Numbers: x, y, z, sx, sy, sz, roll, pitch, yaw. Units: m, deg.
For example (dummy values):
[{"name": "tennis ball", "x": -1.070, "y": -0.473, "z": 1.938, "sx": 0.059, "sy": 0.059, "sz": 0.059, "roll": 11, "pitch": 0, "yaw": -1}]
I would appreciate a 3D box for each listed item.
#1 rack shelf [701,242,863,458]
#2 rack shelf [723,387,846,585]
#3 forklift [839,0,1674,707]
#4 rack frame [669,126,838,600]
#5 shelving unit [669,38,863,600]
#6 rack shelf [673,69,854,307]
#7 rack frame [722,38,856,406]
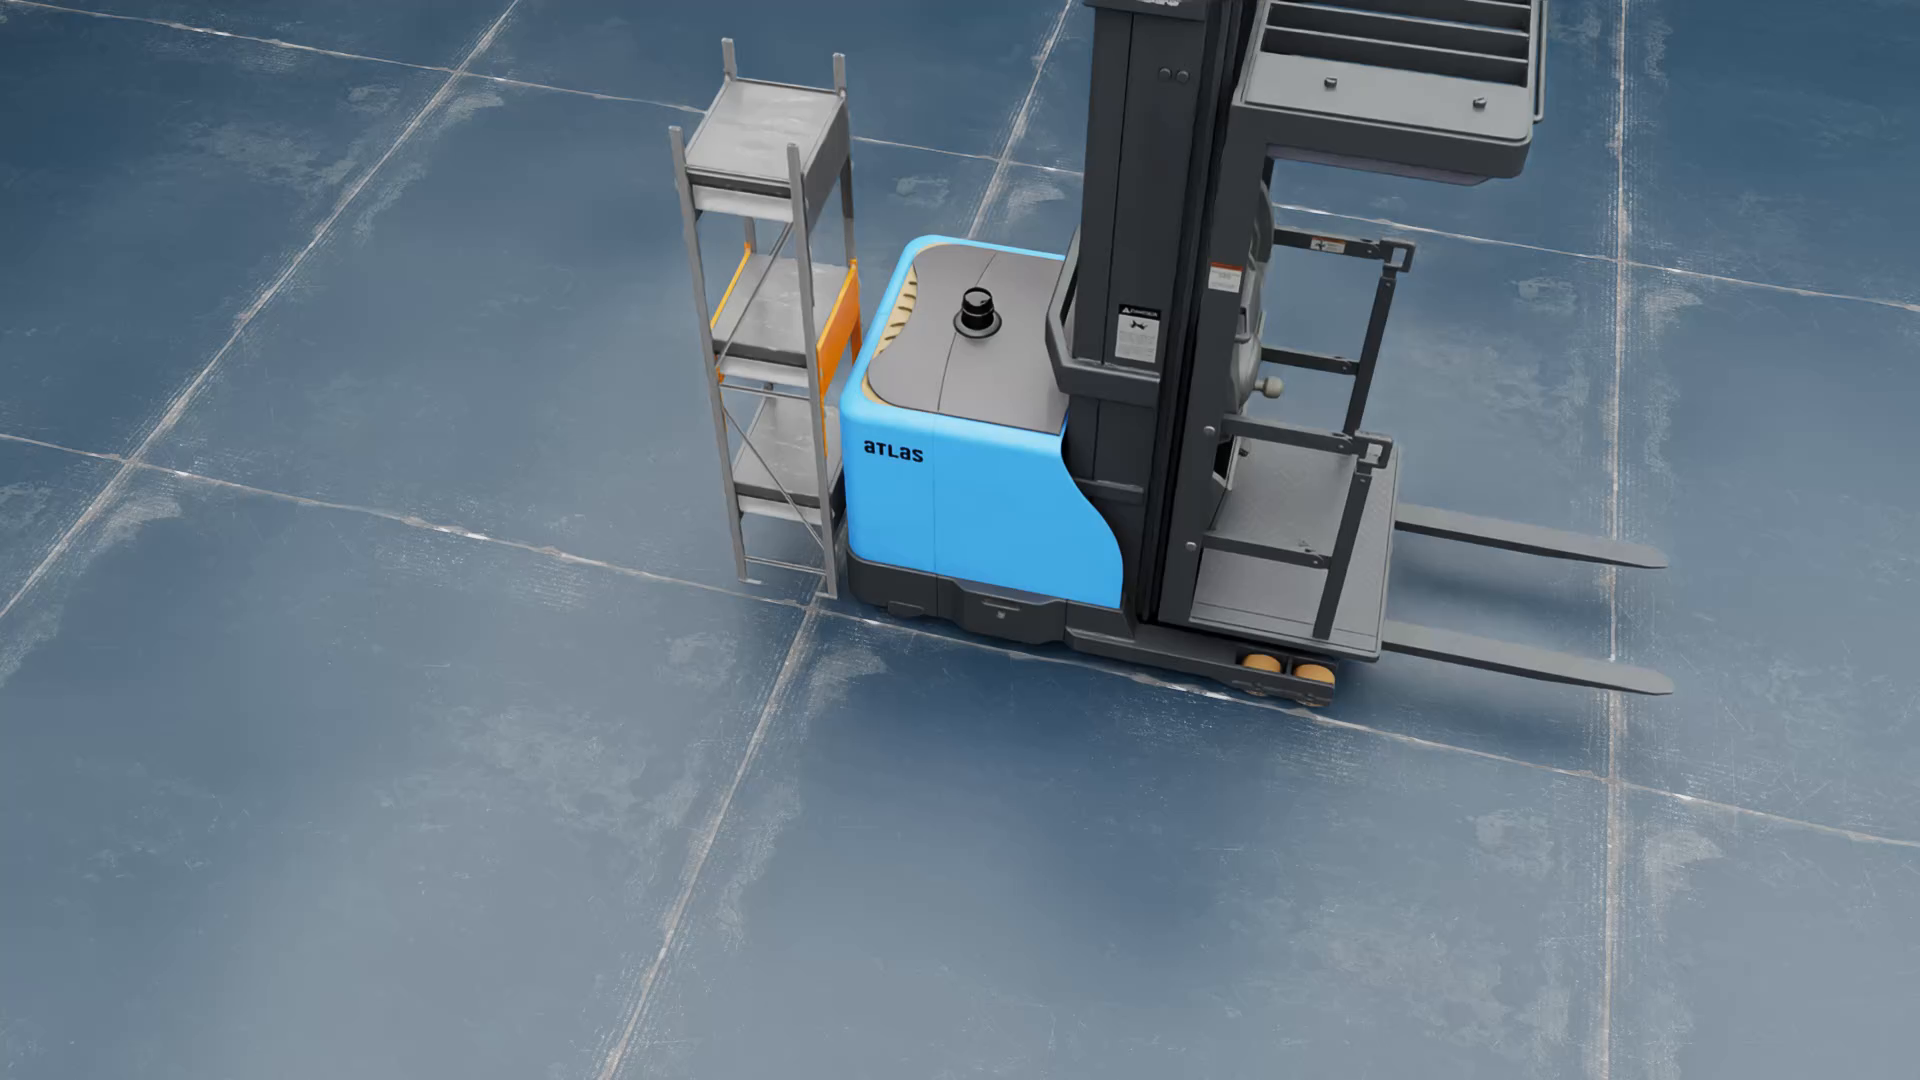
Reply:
[{"name": "rack shelf", "x": -0.615, "y": -0.670, "z": 5.878, "sx": 0.431, "sy": 0.518, "sz": 0.480, "roll": 10, "pitch": 49, "yaw": 9}, {"name": "rack shelf", "x": -0.615, "y": -0.207, "z": 6.403, "sx": 0.431, "sy": 0.518, "sz": 0.480, "roll": 10, "pitch": 49, "yaw": 9}, {"name": "forklift", "x": 1.143, "y": -0.801, "z": 5.421, "sx": 3.031, "sy": 2.935, "sz": 1.130, "roll": 11, "pitch": 49, "yaw": 9}, {"name": "rack frame", "x": -0.671, "y": -0.501, "z": 5.711, "sx": 0.400, "sy": 2.100, "sz": 0.015, "roll": 10, "pitch": 49, "yaw": 9}, {"name": "shelving unit", "x": -0.615, "y": -0.679, "z": 5.868, "sx": 0.431, "sy": 2.100, "sz": 0.503, "roll": 10, "pitch": 49, "yaw": 9}, {"name": "rack shelf", "x": -0.615, "y": -1.134, "z": 5.353, "sx": 0.431, "sy": 0.518, "sz": 0.480, "roll": 10, "pitch": 49, "yaw": 9}, {"name": "rack frame", "x": -0.559, "y": -0.857, "z": 6.025, "sx": 0.400, "sy": 2.100, "sz": 0.015, "roll": 10, "pitch": 49, "yaw": 9}]
